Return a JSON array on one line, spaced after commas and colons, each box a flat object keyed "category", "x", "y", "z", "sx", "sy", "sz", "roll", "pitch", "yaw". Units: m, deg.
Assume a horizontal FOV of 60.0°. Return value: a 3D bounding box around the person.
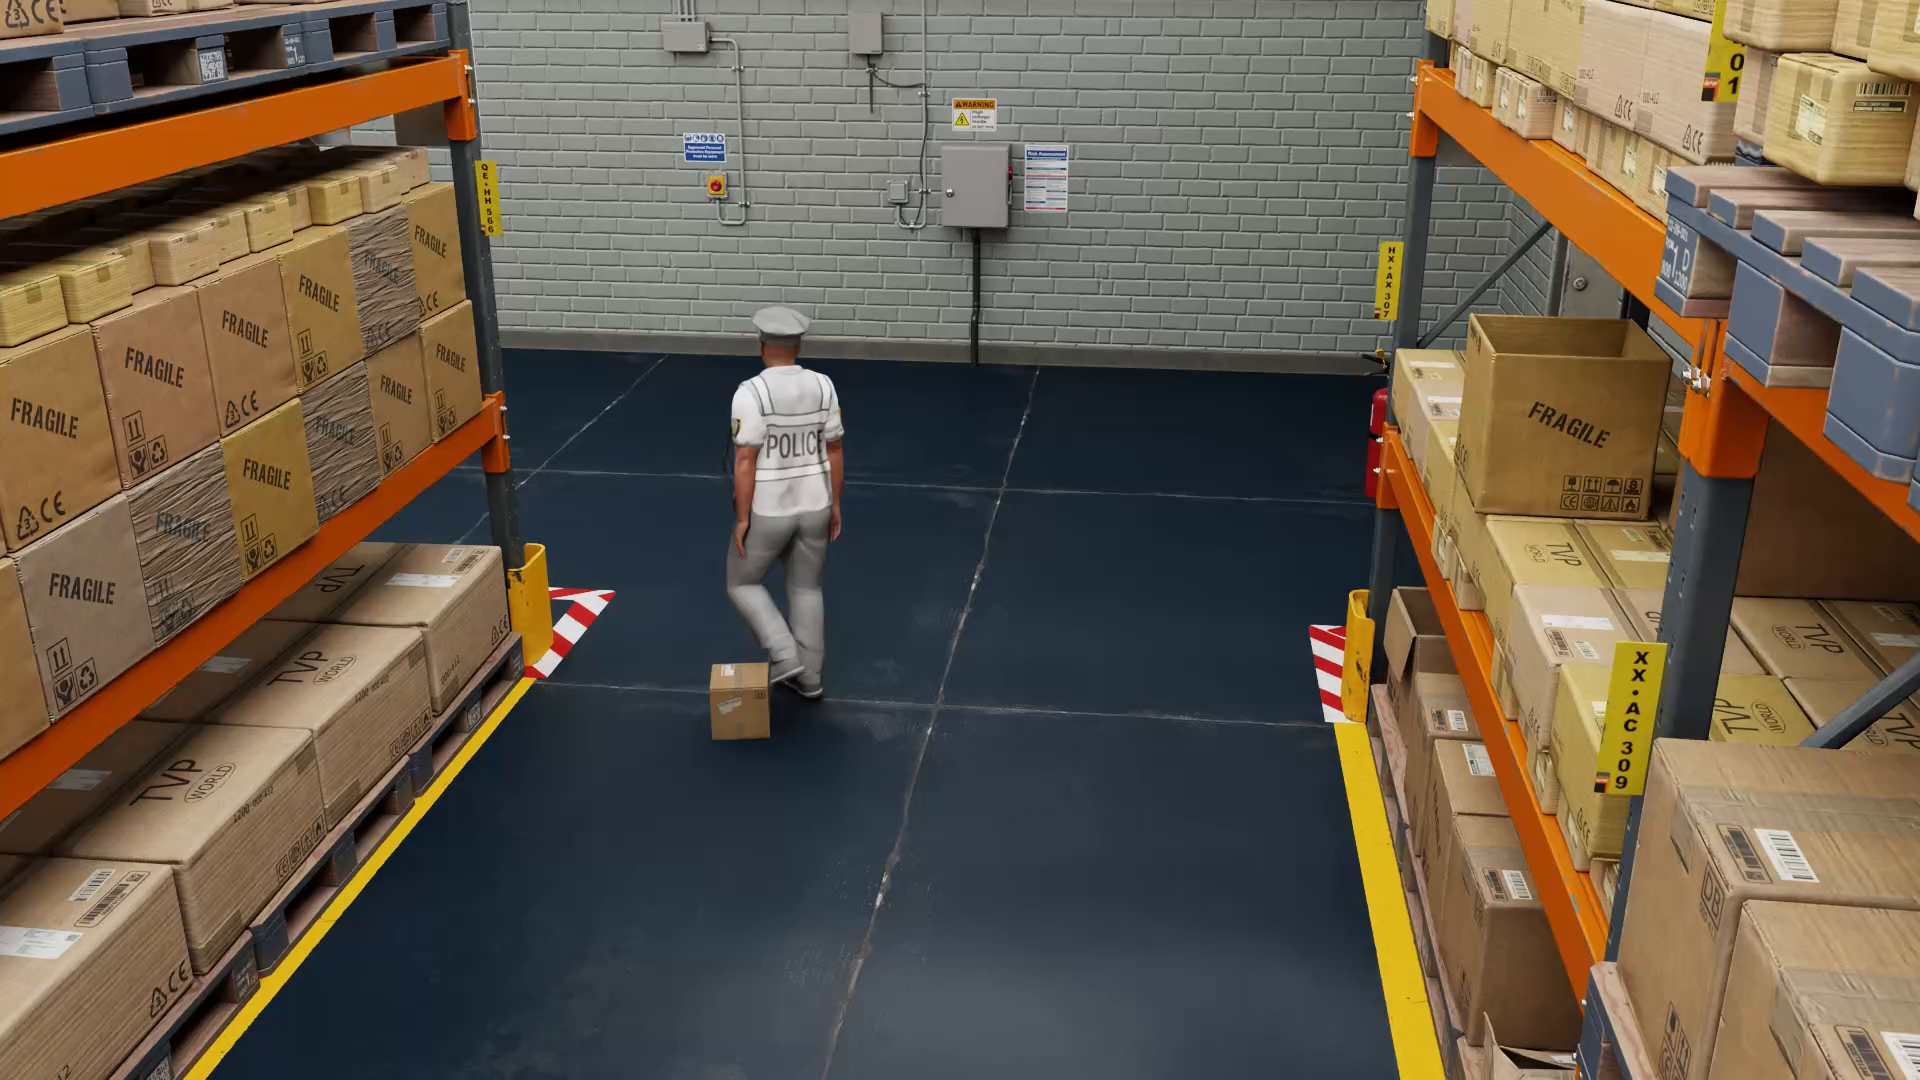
[{"category": "person", "x": -0.756, "y": -0.124, "z": 7.362, "sx": 0.595, "sy": 1.748, "sz": 0.518, "roll": -13, "pitch": 25, "yaw": -31}]
